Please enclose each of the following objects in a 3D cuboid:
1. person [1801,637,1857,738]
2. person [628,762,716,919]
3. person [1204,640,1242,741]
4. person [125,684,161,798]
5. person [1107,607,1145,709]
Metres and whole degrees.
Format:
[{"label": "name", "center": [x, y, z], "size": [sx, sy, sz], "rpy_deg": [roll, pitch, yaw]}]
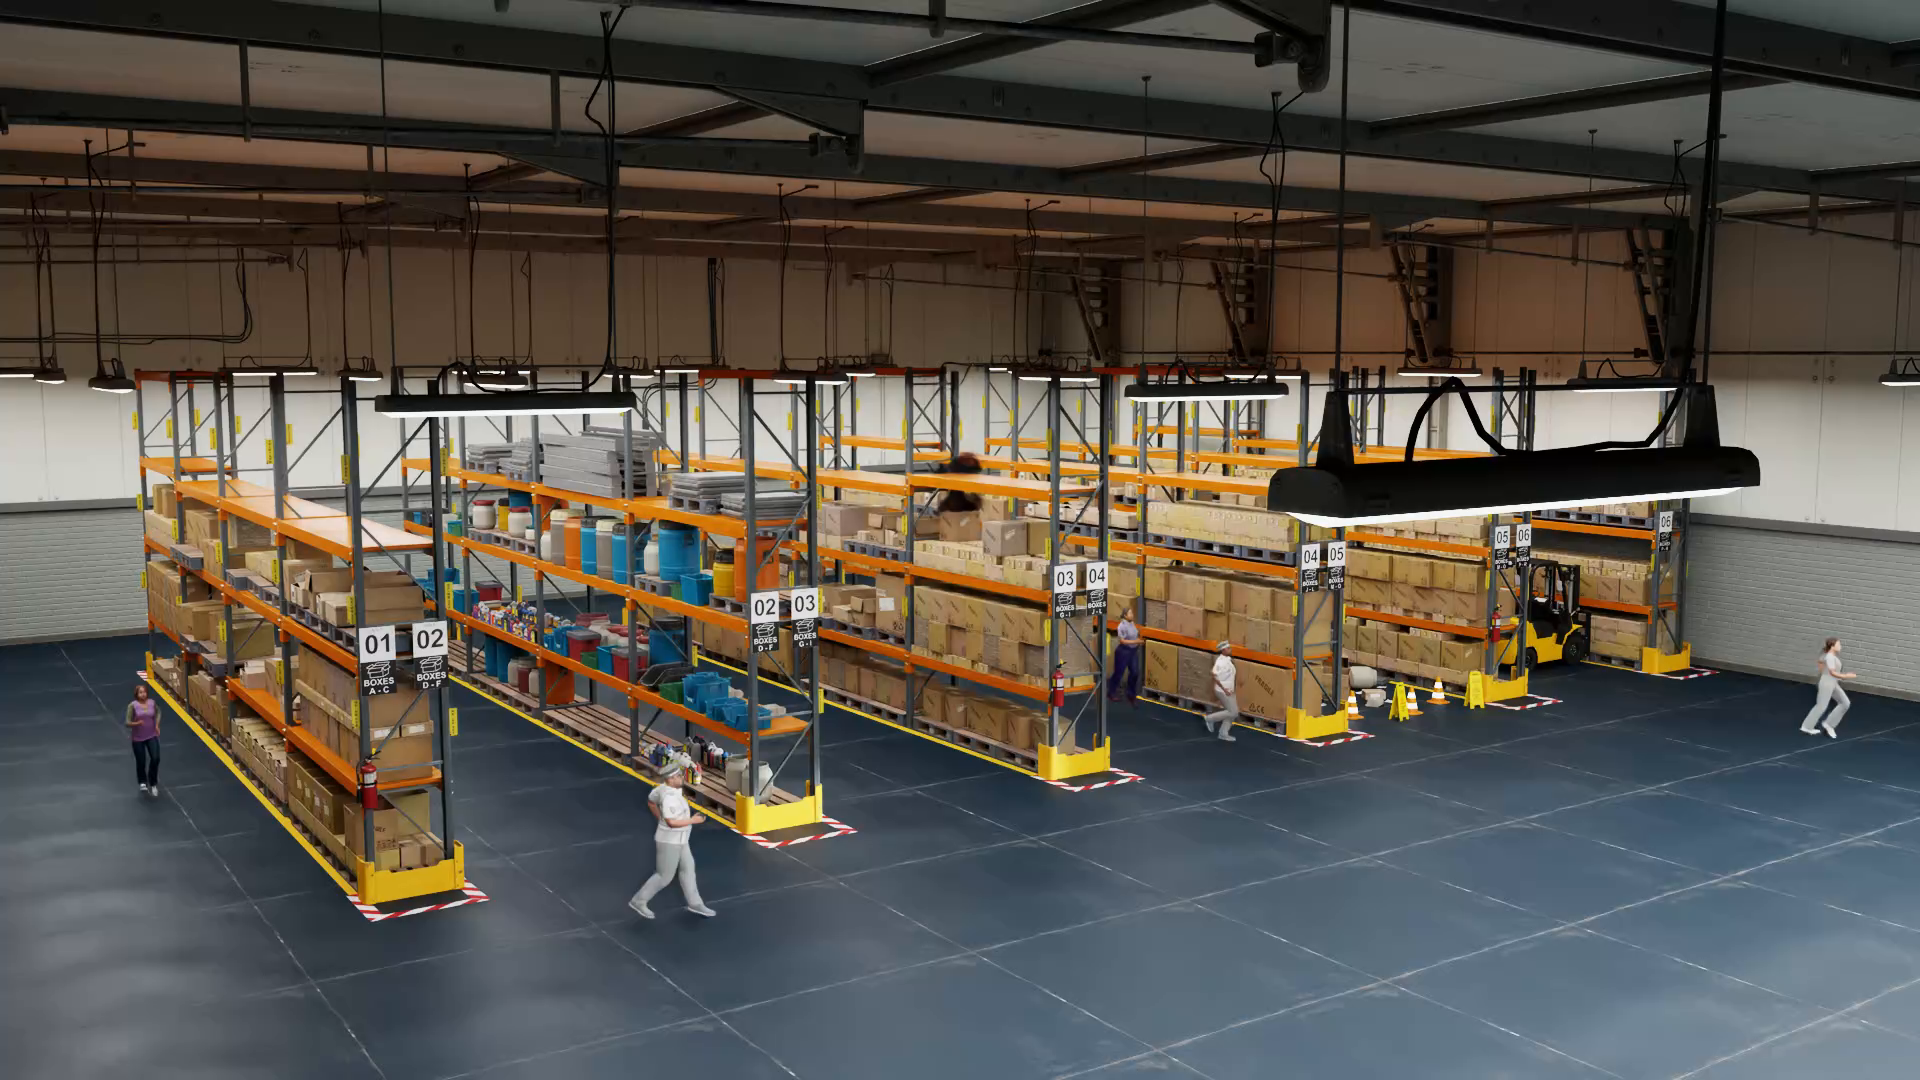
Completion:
[{"label": "person", "center": [14.288, 2.425, 27.320], "size": [0.783, 1.680, 0.527], "rpy_deg": [5, 8, 37]}, {"label": "person", "center": [-3.212, 3.353, 18.469], "size": [0.949, 1.805, 0.659], "rpy_deg": [-1, 6, -6]}, {"label": "person", "center": [4.276, 2.431, 26.985], "size": [0.562, 1.660, 0.581], "rpy_deg": [3, 7, 21]}, {"label": "person", "center": [-11.622, 2.867, 23.724], "size": [0.514, 1.631, 0.653], "rpy_deg": [-5, 8, -35]}, {"label": "person", "center": [2.881, 2.043, 28.632], "size": [0.715, 1.782, 0.597], "rpy_deg": [5, 8, 37]}]
